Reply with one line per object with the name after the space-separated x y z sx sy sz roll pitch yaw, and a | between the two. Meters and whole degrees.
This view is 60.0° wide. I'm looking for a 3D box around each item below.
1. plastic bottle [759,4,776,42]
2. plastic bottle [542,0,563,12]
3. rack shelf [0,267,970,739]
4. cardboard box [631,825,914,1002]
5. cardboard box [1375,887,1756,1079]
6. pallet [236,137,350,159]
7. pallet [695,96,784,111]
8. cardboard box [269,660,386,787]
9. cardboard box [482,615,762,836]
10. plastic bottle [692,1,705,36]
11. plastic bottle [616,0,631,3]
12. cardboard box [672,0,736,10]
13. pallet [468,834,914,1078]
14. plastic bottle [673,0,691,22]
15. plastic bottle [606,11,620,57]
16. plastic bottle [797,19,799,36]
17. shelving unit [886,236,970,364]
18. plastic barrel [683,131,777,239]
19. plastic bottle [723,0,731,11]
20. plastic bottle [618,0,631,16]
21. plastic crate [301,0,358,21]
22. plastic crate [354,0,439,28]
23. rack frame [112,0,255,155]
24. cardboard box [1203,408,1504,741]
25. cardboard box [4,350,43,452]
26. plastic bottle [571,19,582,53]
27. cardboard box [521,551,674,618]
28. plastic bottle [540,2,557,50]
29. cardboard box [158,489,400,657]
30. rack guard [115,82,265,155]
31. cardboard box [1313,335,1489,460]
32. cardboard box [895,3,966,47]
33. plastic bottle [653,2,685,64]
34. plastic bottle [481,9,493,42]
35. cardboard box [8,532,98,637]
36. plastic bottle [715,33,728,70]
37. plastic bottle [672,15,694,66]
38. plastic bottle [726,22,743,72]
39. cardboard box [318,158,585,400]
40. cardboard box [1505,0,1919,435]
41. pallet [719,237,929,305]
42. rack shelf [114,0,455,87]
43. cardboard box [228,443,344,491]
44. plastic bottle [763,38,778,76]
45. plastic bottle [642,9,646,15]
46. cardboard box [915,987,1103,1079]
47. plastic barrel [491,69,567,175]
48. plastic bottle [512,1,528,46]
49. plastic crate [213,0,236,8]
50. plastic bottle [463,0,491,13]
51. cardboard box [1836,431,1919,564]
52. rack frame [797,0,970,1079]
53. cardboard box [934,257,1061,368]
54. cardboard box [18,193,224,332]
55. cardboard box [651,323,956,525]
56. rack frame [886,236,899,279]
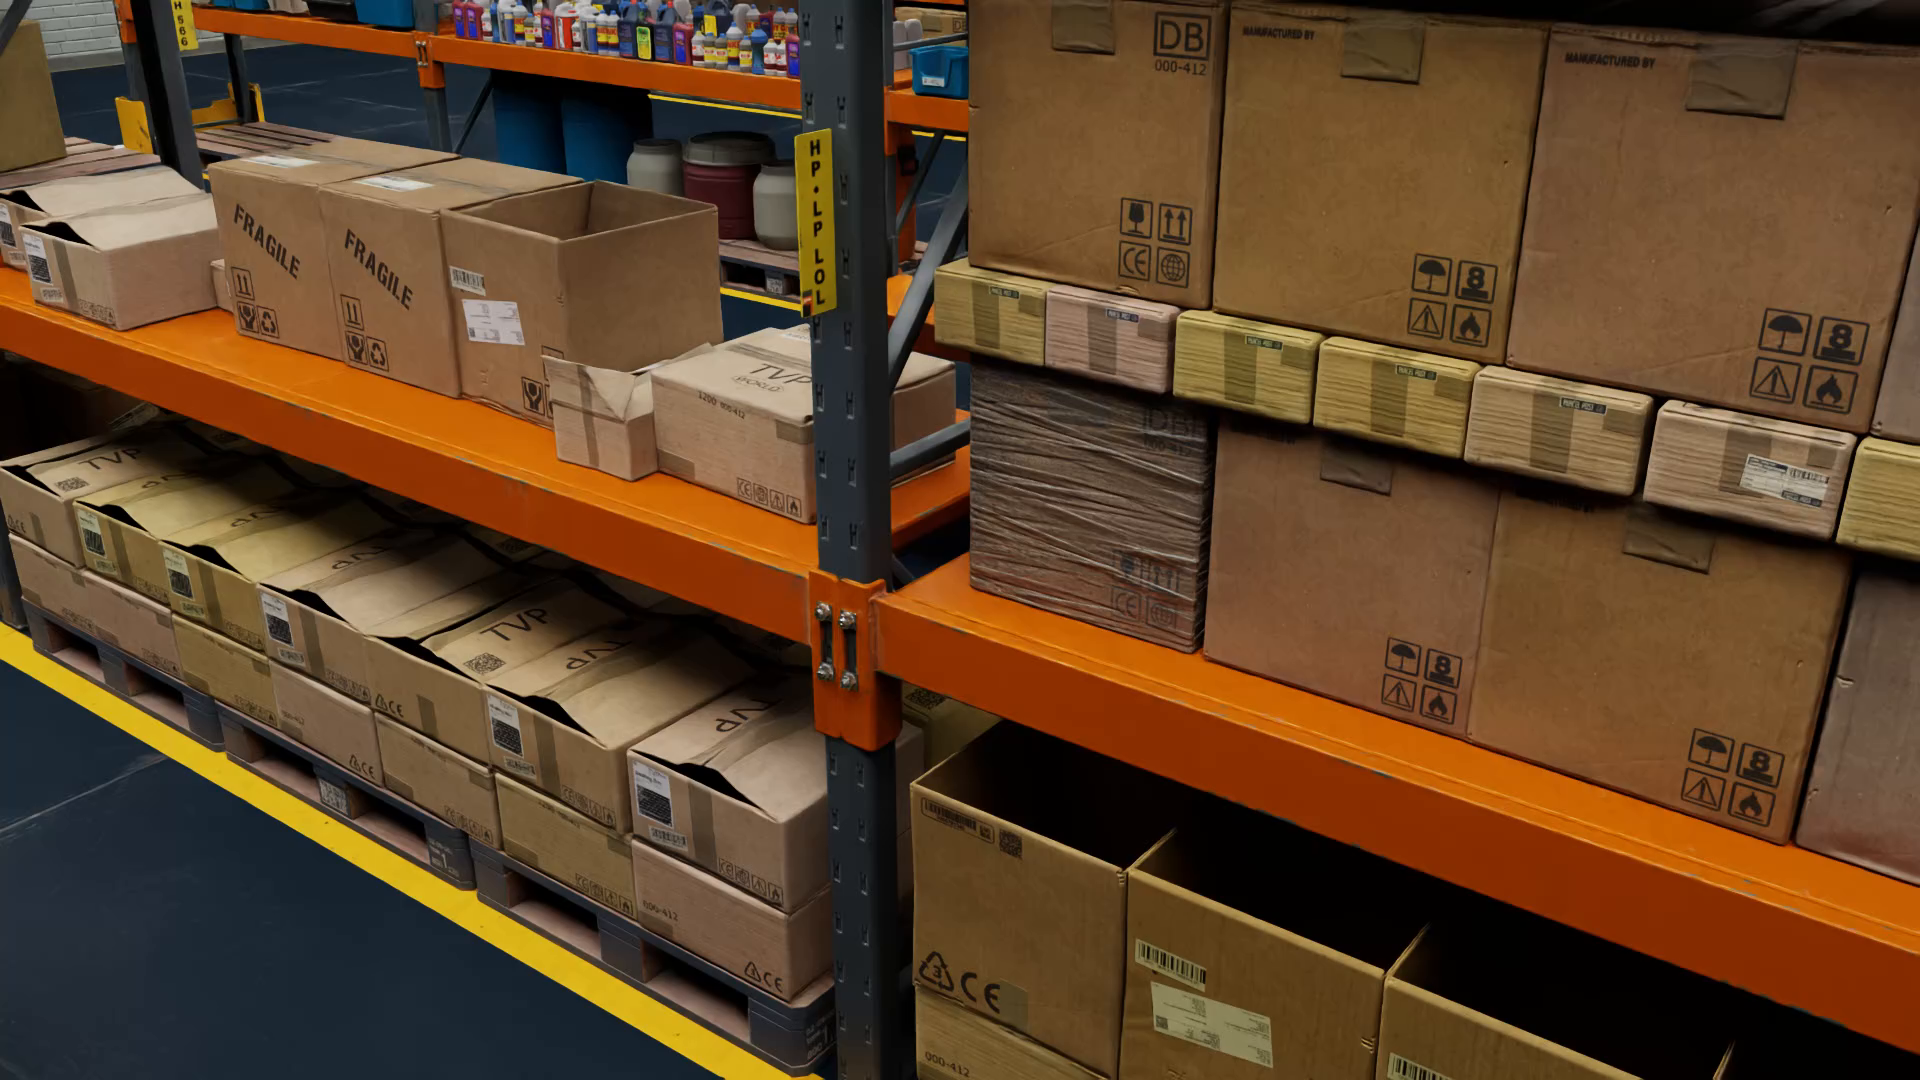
-1.214 -3.263 10.580 0.133 0.283 0.061 17 29 33 | plastic bottle
-2.856 -3.733 11.656 0.135 0.276 0.152 17 29 33 | plastic bottle
-1.538 -0.403 4.837 4.000 0.370 1.077 17 29 33 | rack shelf
-0.443 0.811 4.079 0.500 0.250 0.500 16 29 33 | cardboard box
1.046 0.929 2.880 0.500 0.500 0.500 17 29 33 | cardboard box
-4.957 -2.965 13.217 1.213 0.211 1.003 17 29 33 | pallet
-1.937 -4.606 16.943 1.213 0.211 1.003 17 29 33 | pallet
-1.663 0.441 4.919 0.500 0.250 0.500 18 29 34 | cardboard box
-0.853 0.431 4.244 0.500 0.311 0.500 18 29 35 | cardboard box
-1.687 -3.361 10.817 0.097 0.271 0.097 0 24 0 | plastic bottle
-2.285 -3.597 11.254 0.185 0.351 0.144 17 29 33 | plastic bottle
-2.307 -5.217 16.984 0.875 0.875 0.875 17 29 33 | cardboard box
-0.550 0.862 4.532 1.213 0.211 1.003 17 29 33 | pallet
-1.867 -3.434 10.977 0.135 0.276 0.152 17 29 33 | plastic bottle
-2.142 -3.146 10.331 0.097 0.271 0.097 0 24 0 | plastic bottle
-0.951 -3.184 10.400 0.133 0.283 0.061 17 29 33 | plastic bottle
-0.005 -0.516 6.527 1.048 1.125 0.538 17 29 33 | shelving unit
-1.470 -2.288 10.692 0.708 0.588 0.600 17 29 33 | plastic barrel
-1.552 -3.375 10.751 0.185 0.351 0.144 17 29 33 | plastic bottle
-2.220 -3.476 11.078 0.097 0.271 0.097 0 24 0 | plastic bottle
-4.422 -3.866 12.071 0.590 0.125 0.437 17 29 33 | plastic crate
-3.943 -3.804 11.608 0.575 0.384 0.392 17 29 33 | plastic crate
-6.566 -4.748 13.806 0.127 3.000 1.000 17 29 33 | rack frame
0.847 -0.064 3.051 0.500 0.500 0.700 16 29 33 | cardboard box
-3.753 -0.601 6.947 0.500 0.500 0.500 16 28 31 | cardboard box
-2.406 -3.194 10.525 0.097 0.201 0.097 0 24 0 | plastic bottle
-0.931 0.133 4.922 0.500 0.311 0.500 16 28 32 | cardboard box
-2.617 -3.286 10.633 0.133 0.283 0.061 17 29 33 | plastic bottle
-2.063 0.063 5.080 0.500 0.311 0.500 16 28 32 | cardboard box
-6.593 -3.606 14.313 0.348 0.500 1.175 17 29 33 | rack guard
0.781 -0.278 2.733 0.250 0.149 0.380 17 29 33 | cardboard box
0.130 -4.450 15.244 0.875 0.875 1.225 17 29 33 | cardboard box
-1.761 -3.079 10.080 0.185 0.351 0.144 17 29 33 | plastic bottle
-3.118 -3.409 11.013 0.097 0.201 0.097 0 24 0 | plastic bottle
-2.895 0.071 5.757 0.500 0.250 0.500 17 29 33 | cardboard box
-1.399 -2.890 9.835 0.097 0.201 0.097 0 24 0 | plastic bottle
-1.658 -2.996 9.975 0.133 0.283 0.061 17 29 33 | plastic bottle
-1.321 -2.898 9.767 0.097 0.271 0.097 0 24 0 | plastic bottle
-1.364 -0.734 4.572 0.500 0.500 0.500 17 29 33 | cardboard box
1.227 -0.540 2.522 0.500 0.500 0.700 17 29 33 | cardboard box
-0.820 -1.714 10.379 1.213 0.211 1.003 17 29 33 | pallet
-4.965 -3.935 12.853 4.000 0.370 1.077 17 29 33 | rack shelf
-2.151 -0.236 5.759 0.500 0.311 0.500 16 29 33 | cardboard box
-1.088 -2.796 9.621 0.097 0.201 0.097 0 24 0 | plastic bottle
-1.978 -3.169 10.383 0.097 0.271 0.097 0 24 0 | plastic bottle
0.252 1.027 3.588 0.500 0.250 0.500 17 29 33 | cardboard box
-2.940 -2.875 11.638 0.708 0.901 0.600 17 29 33 | plastic barrel
-2.854 -3.361 10.819 0.097 0.271 0.097 0 24 0 | plastic bottle
-5.512 -4.214 12.728 0.300 0.233 0.416 17 29 33 | plastic crate
-3.245 -3.559 11.167 0.185 0.351 0.144 17 29 33 | plastic bottle
1.403 -0.090 2.307 0.250 0.149 0.380 17 29 33 | cardboard box
0.063 -0.249 3.594 0.127 3.000 1.000 17 29 33 | rack frame
0.162 -0.464 3.154 0.250 0.149 0.380 17 29 33 | cardboard box
-2.539 -0.897 5.175 0.500 0.311 0.500 16 29 33 | cardboard box
-0.357 -0.285 3.863 0.500 0.250 0.500 19 30 36 | cardboard box
-0.412 -0.639 6.806 0.032 1.125 0.500 17 29 33 | rack frame
